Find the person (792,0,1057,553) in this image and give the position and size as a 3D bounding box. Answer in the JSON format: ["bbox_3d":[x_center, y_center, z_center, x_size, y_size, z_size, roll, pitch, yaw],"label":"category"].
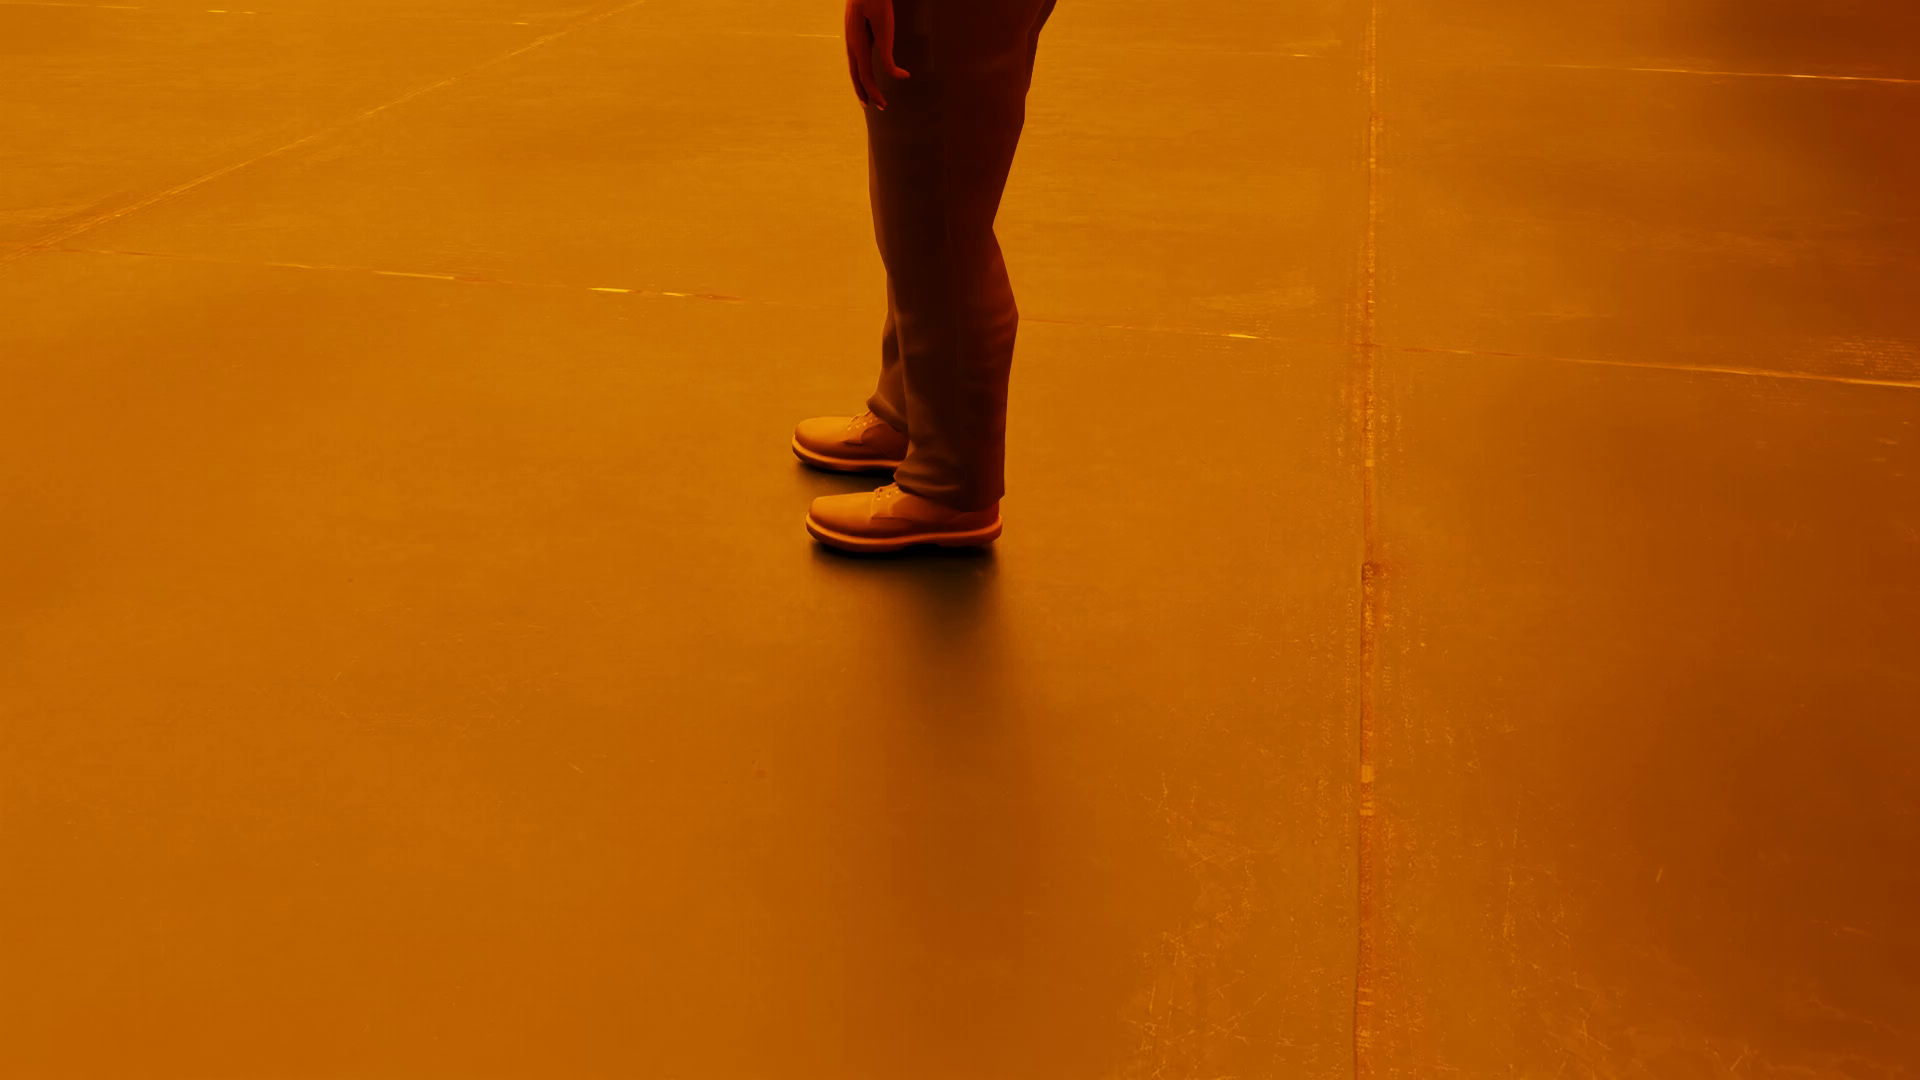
[{"bbox_3d":[-0.081,-0.751,2.164,0.504,1.629,0.570,6,27,11],"label":"person"}]
